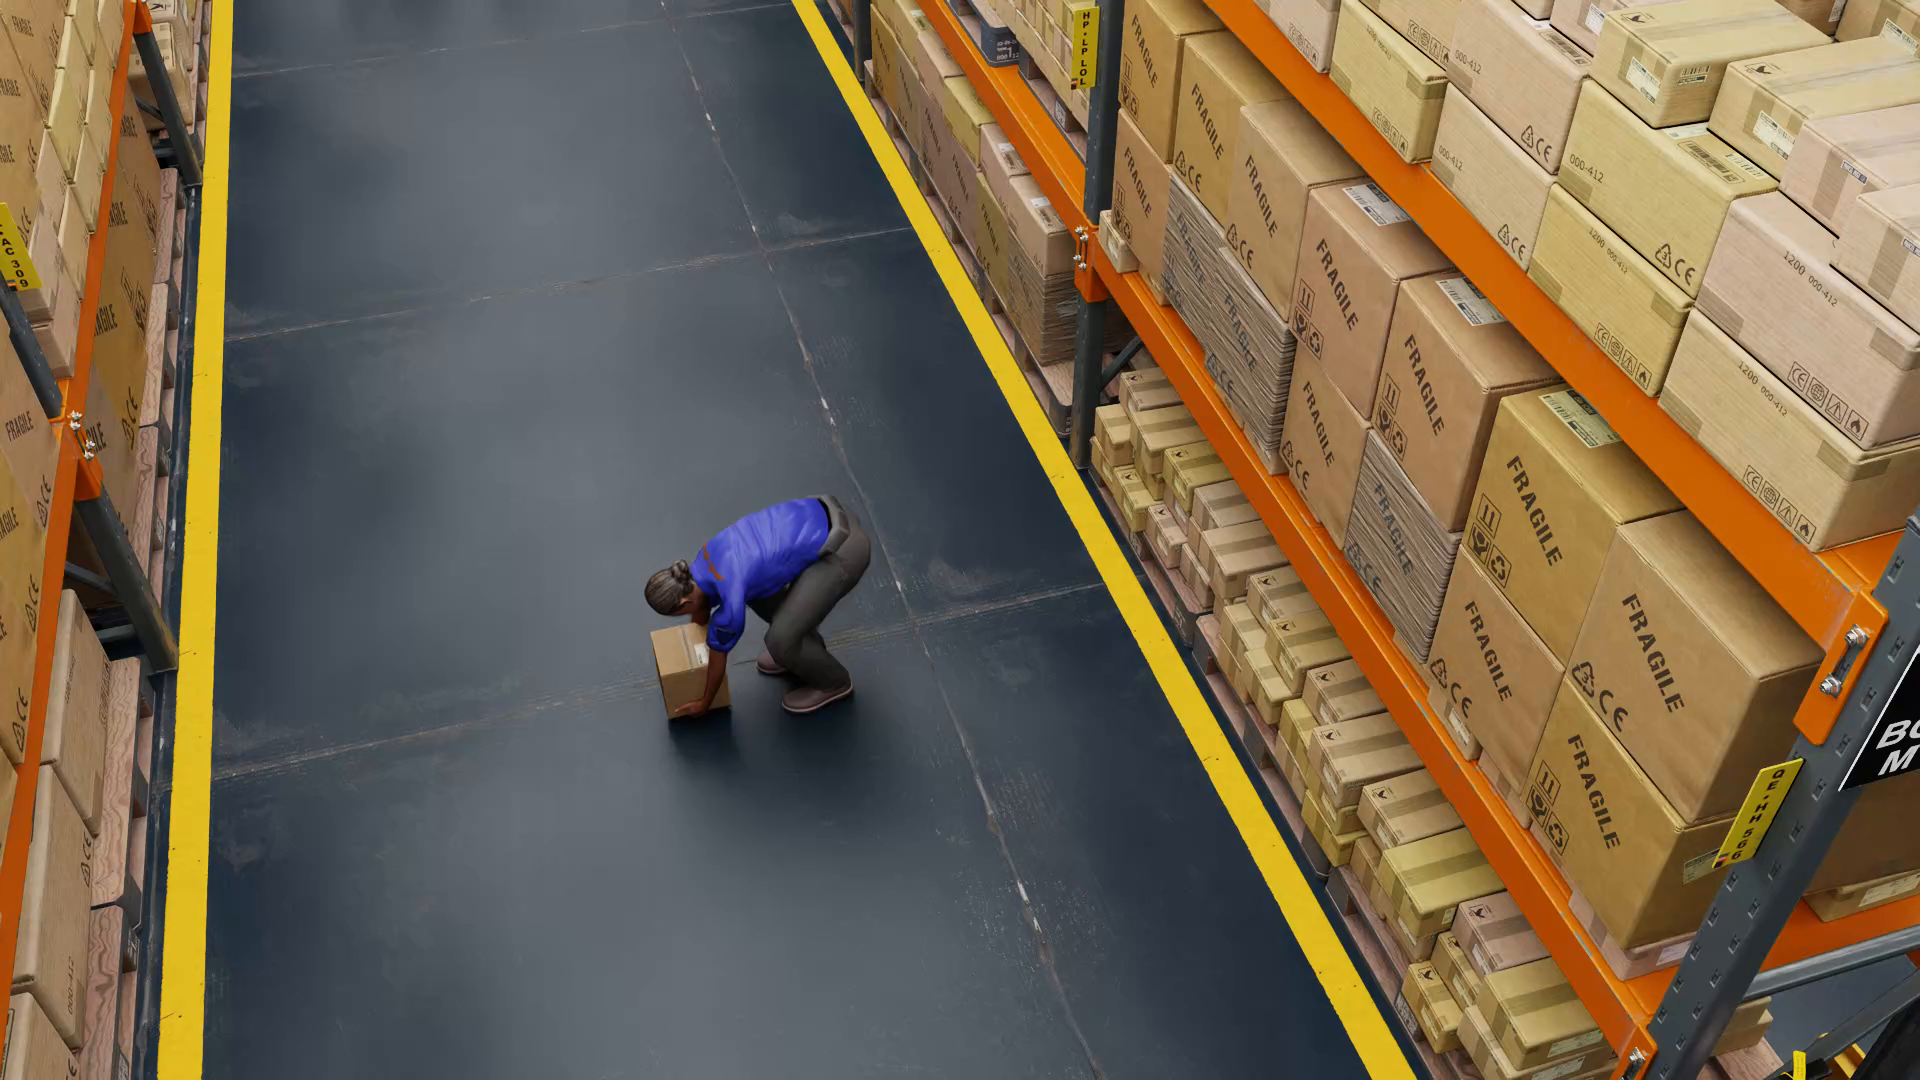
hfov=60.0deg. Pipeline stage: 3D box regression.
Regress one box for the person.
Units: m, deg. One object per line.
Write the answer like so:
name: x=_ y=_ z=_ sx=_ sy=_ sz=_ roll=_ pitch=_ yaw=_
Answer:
person: x=-0.763 y=0.279 z=6.439 sx=0.865 sy=0.878 sz=0.456 roll=-14 pitch=44 yaw=-15
